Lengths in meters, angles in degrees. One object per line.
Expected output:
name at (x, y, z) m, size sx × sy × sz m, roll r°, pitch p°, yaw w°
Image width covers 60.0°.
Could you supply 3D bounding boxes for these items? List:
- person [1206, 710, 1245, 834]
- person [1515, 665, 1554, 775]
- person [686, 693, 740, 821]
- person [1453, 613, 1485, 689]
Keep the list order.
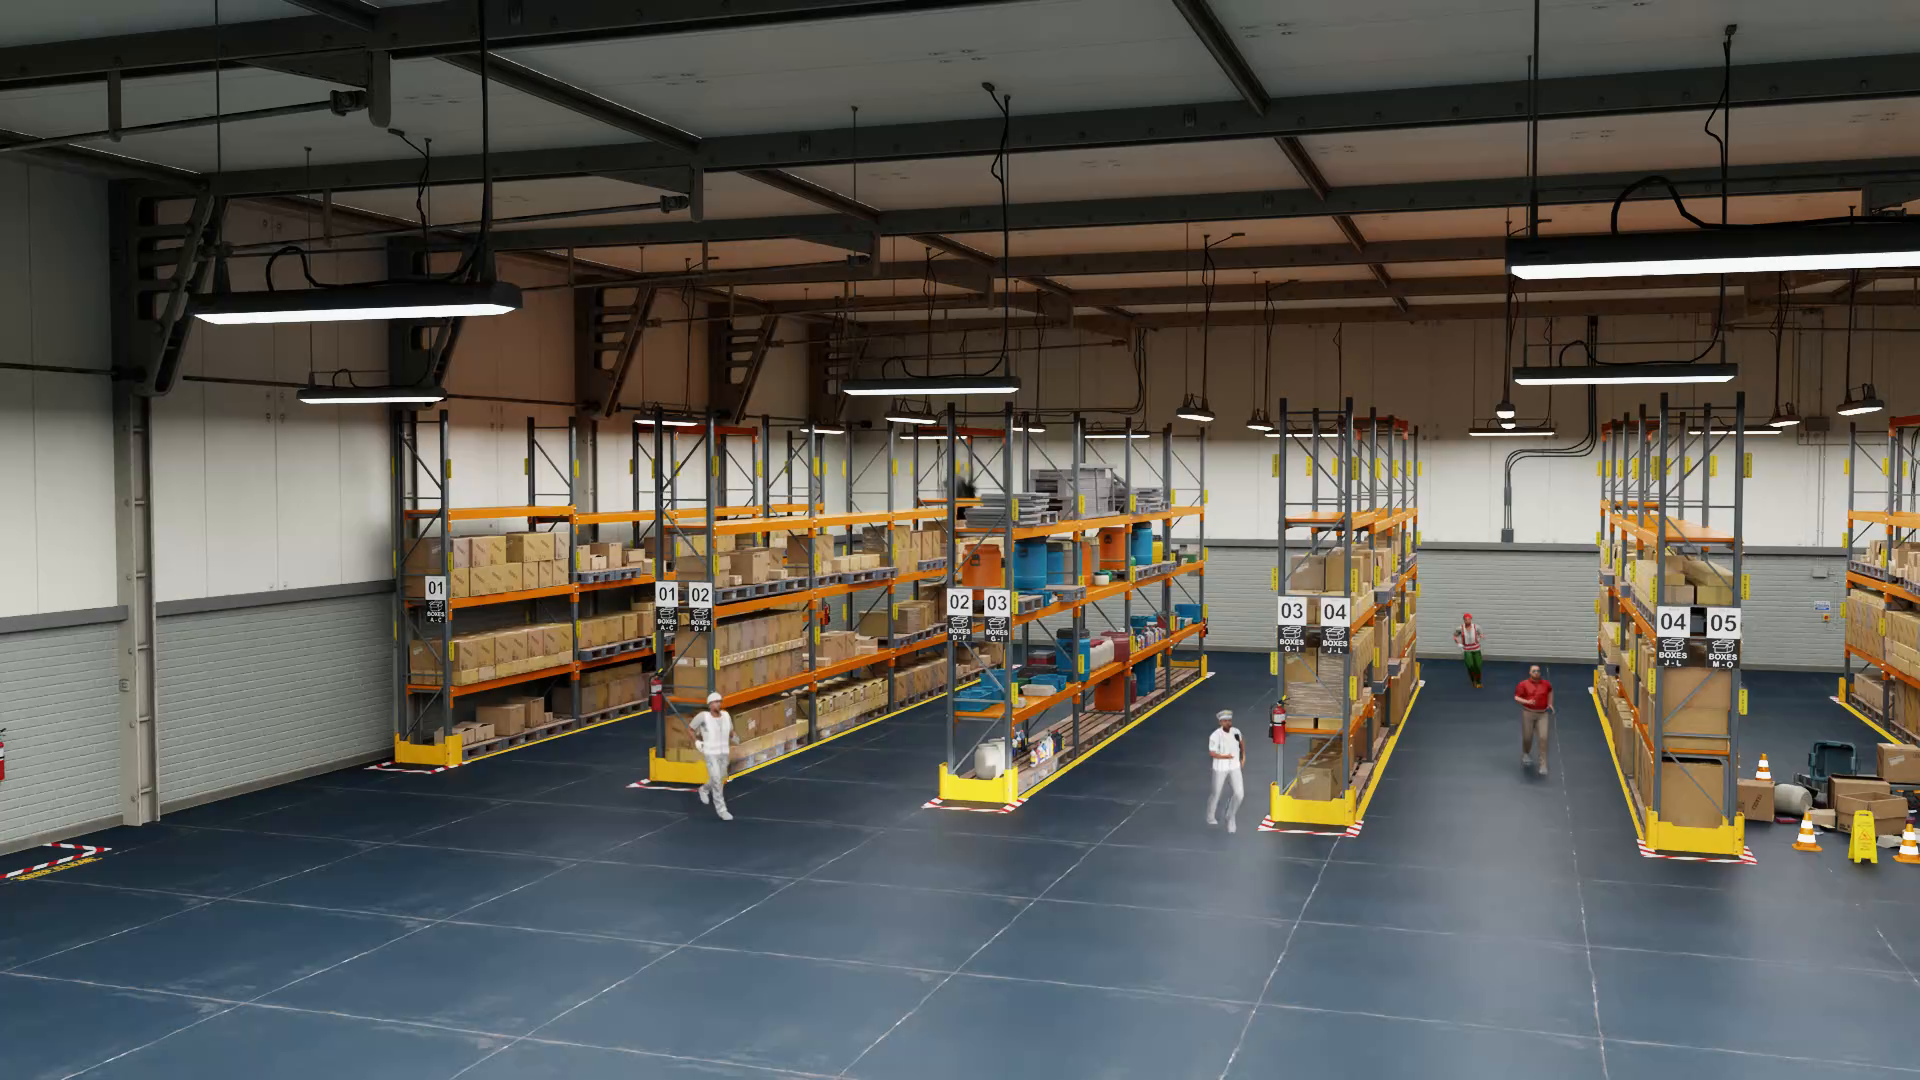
person at (3.688, 3.173, 22.910) m, size 0.585 × 1.702 × 0.853 m, roll 0°, pitch 2°, yaw -9°
person at (9.521, 2.936, 27.545) m, size 0.653 × 1.740 × 0.977 m, roll 0°, pitch 2°, yaw 9°
person at (-3.537, 3.085, 23.944) m, size 0.683 × 1.787 × 0.962 m, roll -2°, pitch 3°, yaw -41°
person at (11.586, 2.525, 37.761) m, size 0.653 × 1.737 × 0.667 m, roll 0°, pitch 2°, yaw 4°
